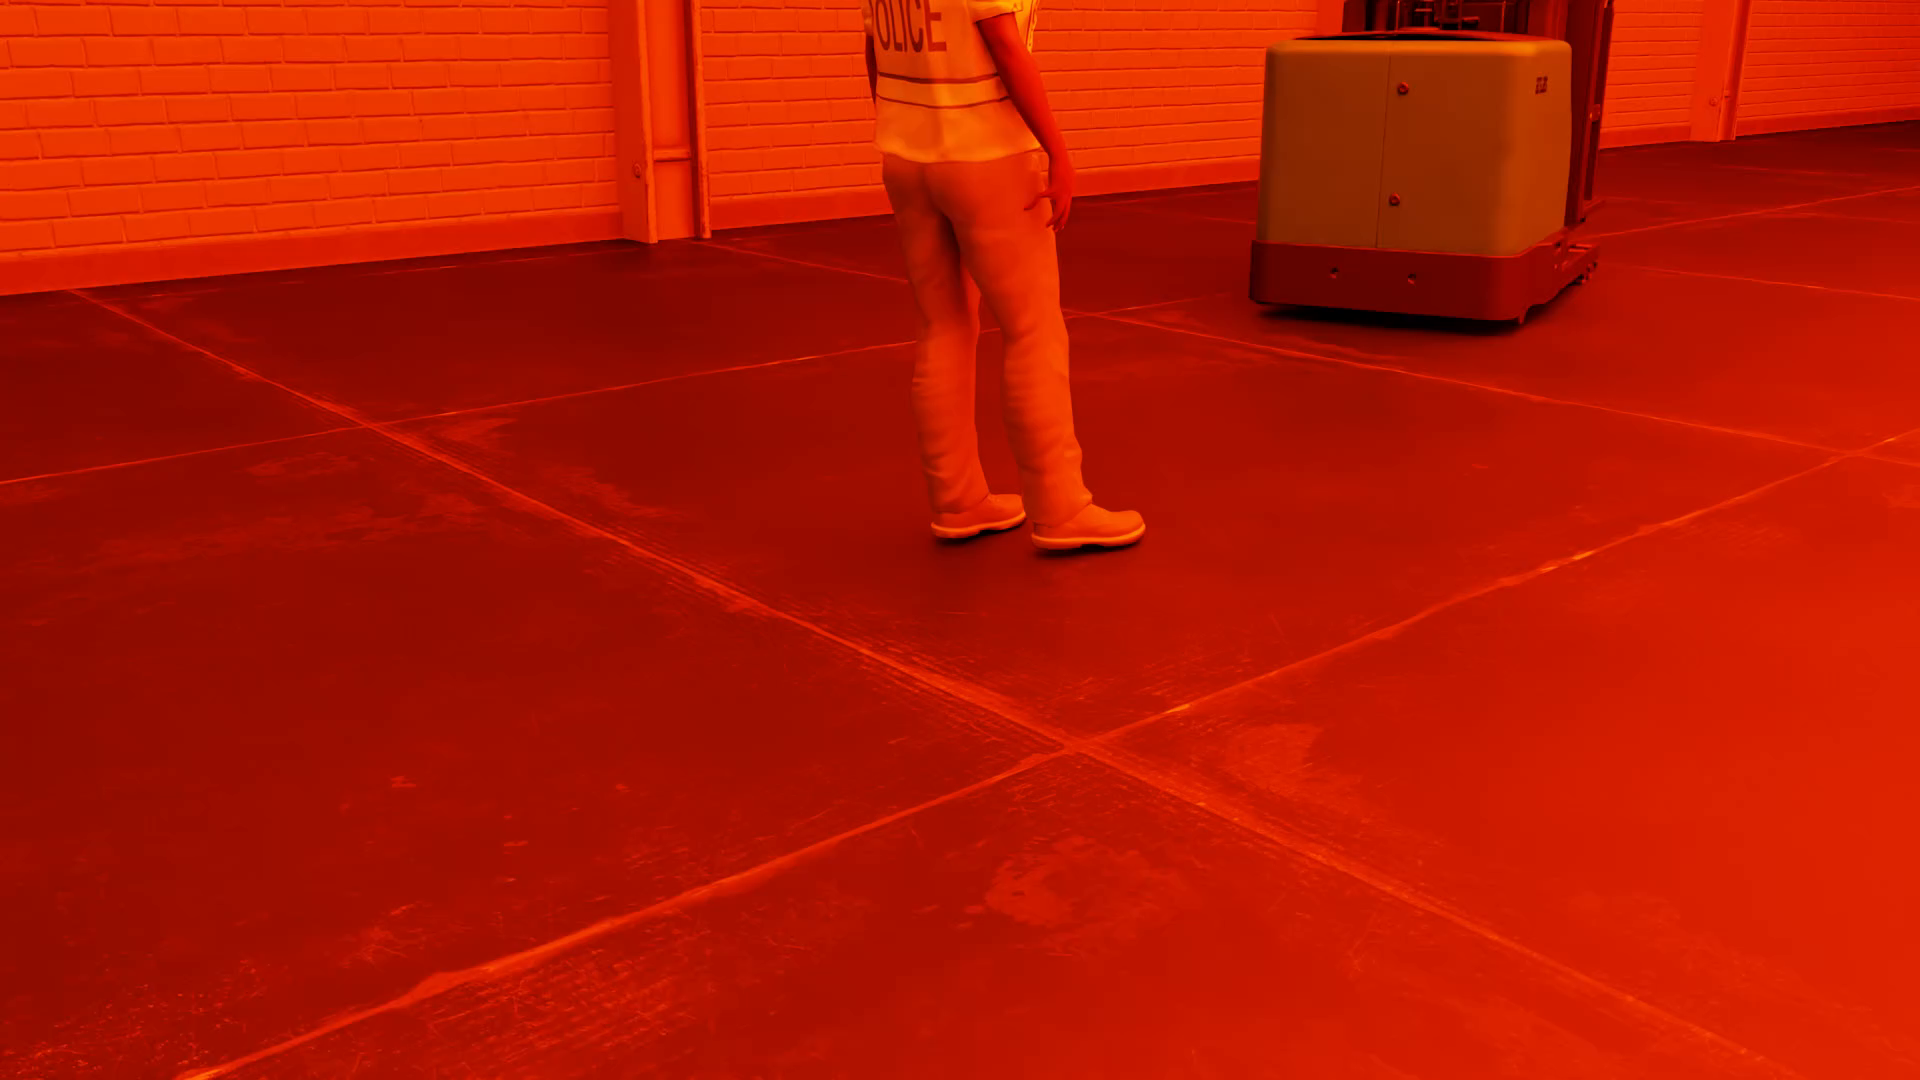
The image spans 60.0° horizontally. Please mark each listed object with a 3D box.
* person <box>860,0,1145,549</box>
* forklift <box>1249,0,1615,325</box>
[{"bbox_3d":[0.070,-0.826,3.625,0.528,1.695,0.569,-14,22,-38],"label":"person"},{"bbox_3d":[2.319,-2.614,7.293,1.130,2.935,3.031,9,20,27],"label":"forklift"}]
